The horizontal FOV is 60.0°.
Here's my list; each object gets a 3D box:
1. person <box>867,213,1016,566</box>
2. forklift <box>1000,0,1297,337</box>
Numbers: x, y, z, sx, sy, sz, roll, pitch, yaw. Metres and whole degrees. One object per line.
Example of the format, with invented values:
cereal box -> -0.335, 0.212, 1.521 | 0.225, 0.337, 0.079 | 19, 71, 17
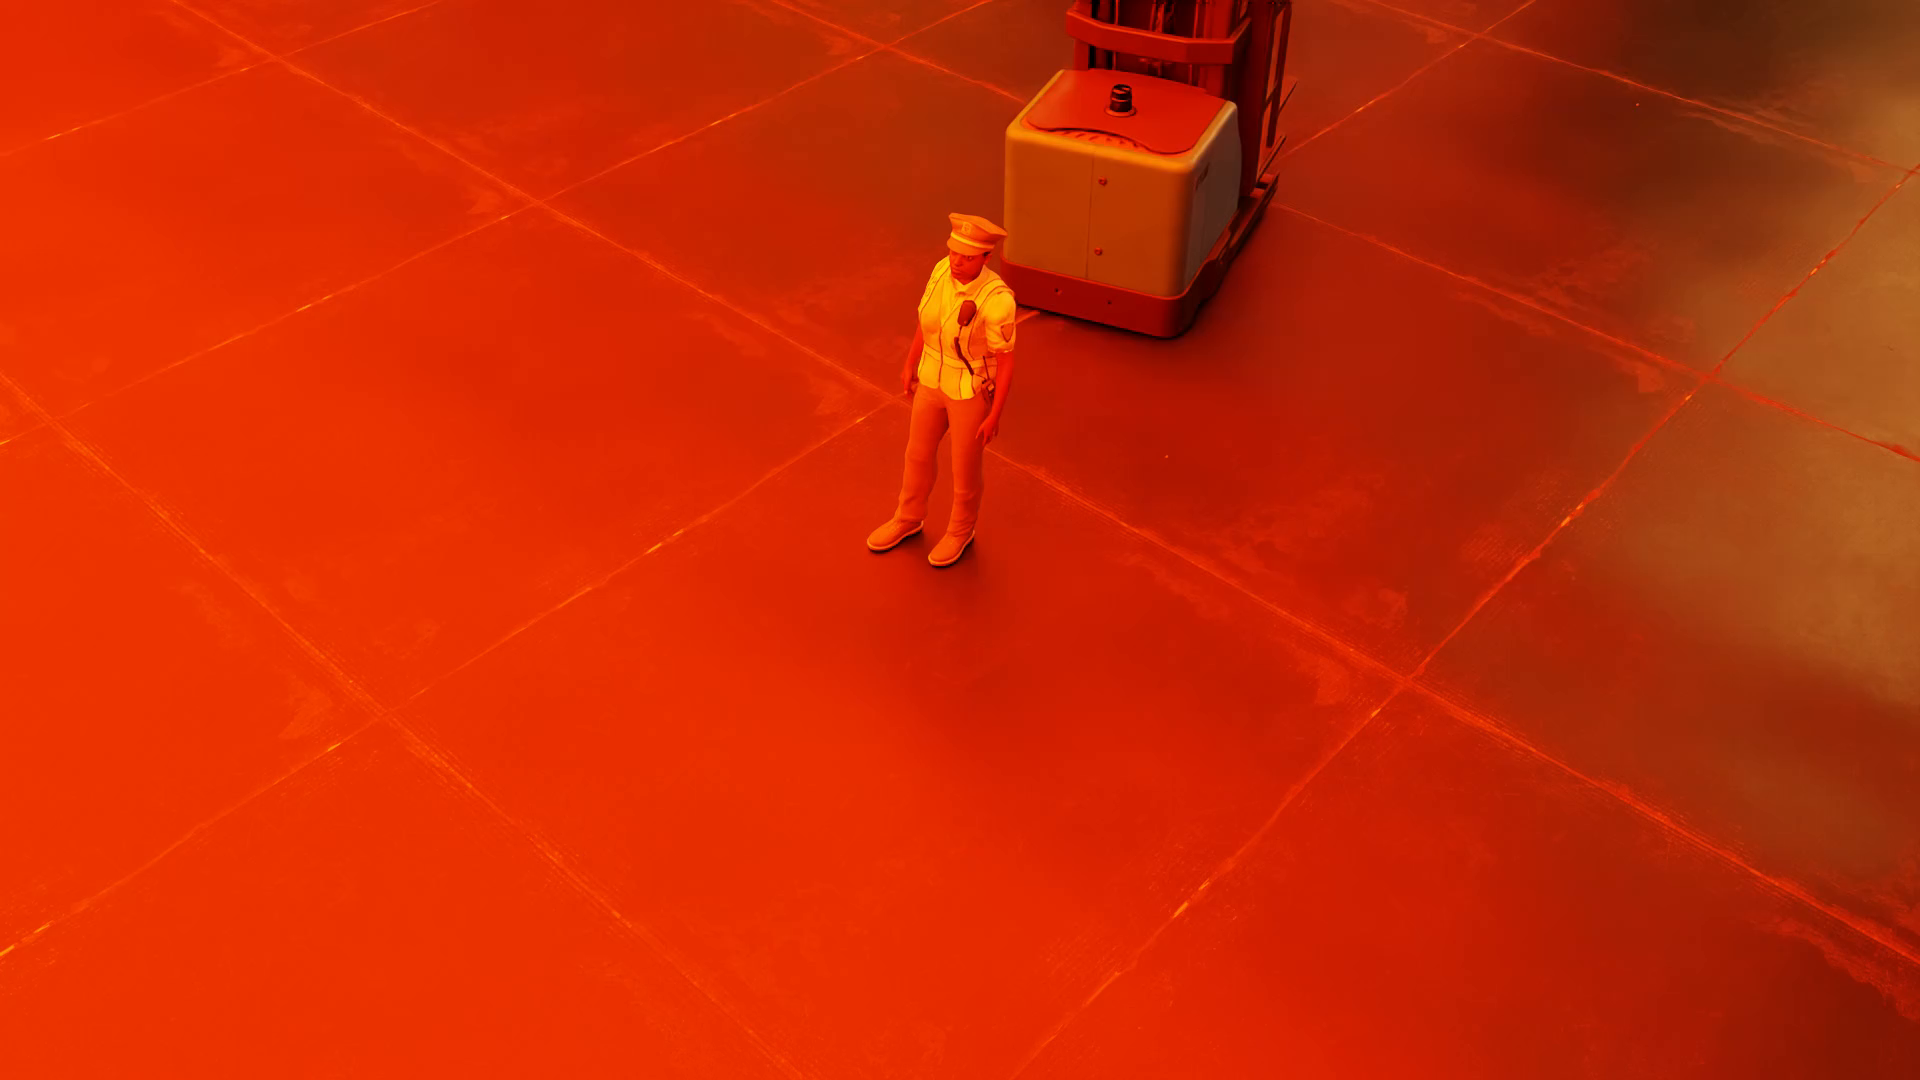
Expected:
person -> -0.065, -0.621, 7.090 | 0.570, 1.697, 0.528 | 31, 49, 31
forklift -> 1.278, -3.149, 9.099 | 1.130, 2.935, 3.031 | 16, 43, 18
